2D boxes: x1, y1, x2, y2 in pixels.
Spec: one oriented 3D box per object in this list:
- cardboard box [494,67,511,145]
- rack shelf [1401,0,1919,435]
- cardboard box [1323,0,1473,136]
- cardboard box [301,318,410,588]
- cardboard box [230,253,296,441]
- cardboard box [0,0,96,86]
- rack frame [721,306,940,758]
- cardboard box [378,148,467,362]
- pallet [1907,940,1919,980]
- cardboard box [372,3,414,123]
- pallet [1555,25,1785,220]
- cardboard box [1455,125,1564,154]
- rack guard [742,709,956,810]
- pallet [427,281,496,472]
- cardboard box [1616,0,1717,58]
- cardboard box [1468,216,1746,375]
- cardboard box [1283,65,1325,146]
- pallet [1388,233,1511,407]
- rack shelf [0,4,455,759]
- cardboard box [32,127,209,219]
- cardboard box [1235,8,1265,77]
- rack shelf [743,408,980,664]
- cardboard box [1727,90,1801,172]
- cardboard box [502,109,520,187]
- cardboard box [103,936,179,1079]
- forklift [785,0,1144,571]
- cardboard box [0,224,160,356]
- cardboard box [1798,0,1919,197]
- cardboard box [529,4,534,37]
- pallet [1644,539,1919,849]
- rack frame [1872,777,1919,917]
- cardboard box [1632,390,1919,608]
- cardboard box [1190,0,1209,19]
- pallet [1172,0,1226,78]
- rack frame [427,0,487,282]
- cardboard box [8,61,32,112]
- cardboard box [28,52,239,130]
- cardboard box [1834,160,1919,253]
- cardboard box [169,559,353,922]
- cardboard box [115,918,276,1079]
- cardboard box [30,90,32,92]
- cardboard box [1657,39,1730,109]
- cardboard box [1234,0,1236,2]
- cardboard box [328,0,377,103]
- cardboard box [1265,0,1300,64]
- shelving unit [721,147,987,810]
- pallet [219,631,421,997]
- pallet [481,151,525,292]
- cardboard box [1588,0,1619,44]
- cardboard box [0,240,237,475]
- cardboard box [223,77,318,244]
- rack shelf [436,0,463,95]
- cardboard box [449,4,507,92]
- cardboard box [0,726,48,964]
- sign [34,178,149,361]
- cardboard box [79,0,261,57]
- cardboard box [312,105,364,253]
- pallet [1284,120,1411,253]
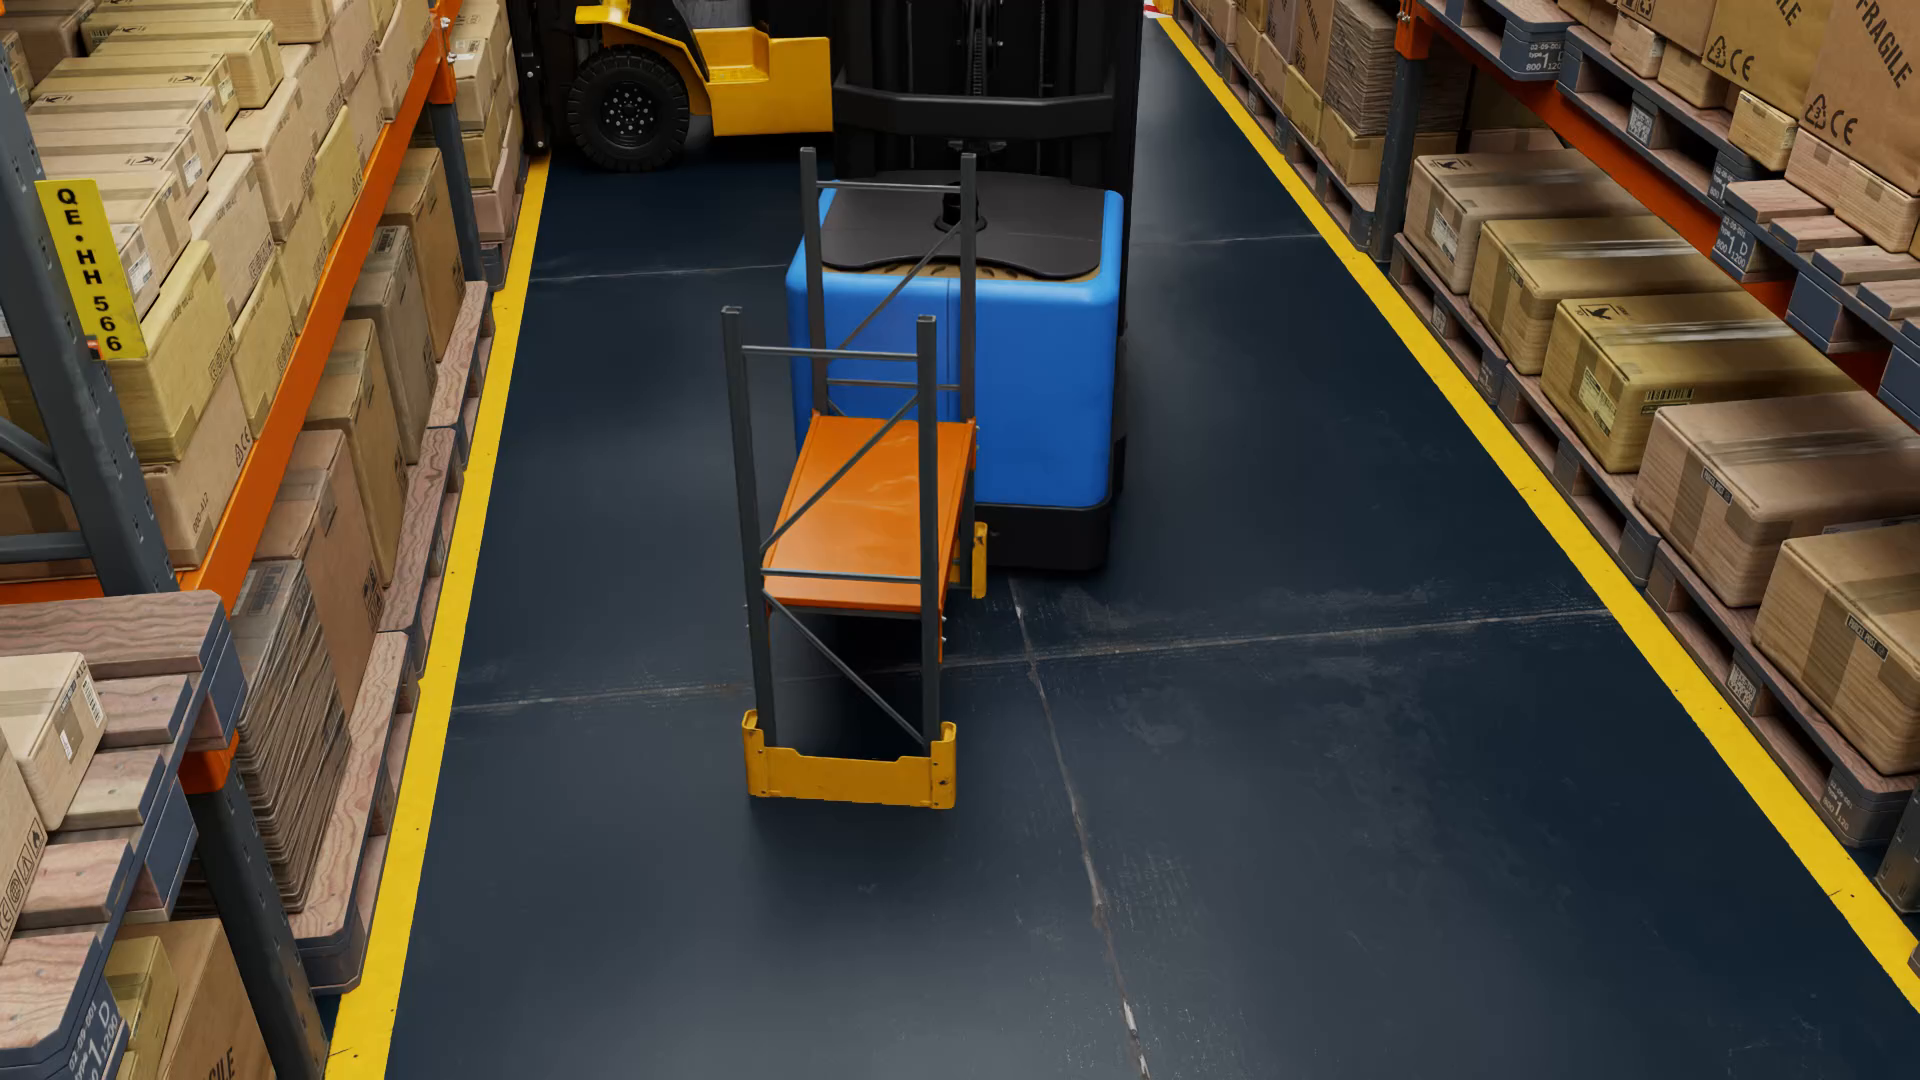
[{"bbox_3d":[-2.359,-2.007,7.656,0.500,0.250,0.500,-5,35,-7],"label":"cardboard box"},{"bbox_3d":[2.657,-1.153,5.418,1.077,0.370,4.000,-4,35,-6],"label":"rack shelf"},{"bbox_3d":[2.043,-2.224,7.752,0.500,0.500,0.500,-5,35,-7],"label":"cardboard box"},{"bbox_3d":[-2.249,-0.238,5.171,0.875,0.625,0.625,-6,35,-8],"label":"cardboard box"},{"bbox_3d":[-1.872,-0.442,3.868,0.500,0.250,0.500,-5,35,-7],"label":"cardboard box"},{"bbox_3d":[-2.462,-1.288,4.311,0.380,0.149,0.250,-3,34,-5],"label":"cardboard box"},{"bbox_3d":[-0.305,0.096,4.278,0.500,1.500,0.032,3,34,5],"label":"rack frame"},{"bbox_3d":[-2.448,-1.091,6.423,0.875,0.625,0.625,-3,34,-4],"label":"cardboard box"},{"bbox_3d":[2.958,1.263,3.709,1.003,0.211,1.213,-4,35,-6],"label":"pallet"},{"bbox_3d":[-2.130,-1.585,5.546,0.500,0.250,0.500,-5,35,-7],"label":"cardboard box"},{"bbox_3d":[2.620,-1.357,5.248,1.003,0.211,1.213,-4,35,-6],"label":"pallet"},{"bbox_3d":[2.577,-1.954,8.022,0.500,0.250,0.500,-6,35,-9],"label":"cardboard box"},{"bbox_3d":[-0.305,0.611,4.631,0.587,0.250,0.087,3,34,5],"label":"rack guard"},{"bbox_3d":[-2.392,-0.628,6.485,1.003,0.211,1.213,-4,35,-6],"label":"pallet"},{"bbox_3d":[2.368,-1.779,4.971,0.500,0.500,0.500,-6,35,-8],"label":"cardboard box"},{"bbox_3d":[2.561,-0.961,6.457,0.950,0.372,0.625,-2,34,-3],"label":"cardboard box"},{"bbox_3d":[1.961,-2.210,8.398,0.500,0.250,0.500,-5,35,-8],"label":"cardboard box"},{"bbox_3d":[2.495,-0.980,7.001,1.003,0.211,1.213,-4,35,-6],"label":"pallet"},{"bbox_3d":[-2.261,-0.775,4.863,1.077,0.370,4.000,-4,35,-6],"label":"rack shelf"},{"bbox_3d":[-1.840,-0.757,3.532,0.380,0.149,0.250,-3,34,-5],"label":"cardboard box"},{"bbox_3d":[1.832,-2.776,9.229,0.500,0.250,0.500,-2,34,-3],"label":"cardboard box"},{"bbox_3d":[-0.254,-0.041,4.797,0.538,0.185,1.000,3,34,5],"label":"rack shelf"},{"bbox_3d":[2.386,-1.144,4.616,0.380,0.149,0.250,-4,34,-6],"label":"cardboard box"},{"bbox_3d":[-2.350,-1.803,7.801,0.500,0.250,0.500,-5,35,-7],"label":"cardboard box"},{"bbox_3d":[-1.674,0.891,3.050,0.380,0.149,0.250,-6,35,-9],"label":"cardboard box"},{"bbox_3d":[0.113,-1.922,5.968,1.130,2.935,3.031,3,34,5],"label":"forklift"},{"bbox_3d":[-1.743,-0.466,3.106,0.380,0.149,0.250,-3,34,-5],"label":"cardboard box"},{"bbox_3d":[2.509,-1.193,4.111,0.500,0.500,0.500,-5,35,-7],"label":"cardboard box"},{"bbox_3d":[-2.545,-2.850,8.893,0.500,0.250,0.500,-5,35,-7],"label":"cardboard box"},{"bbox_3d":[2.823,0.381,5.003,1.003,0.211,1.213,-4,35,-6],"label":"pallet"},{"bbox_3d":[2.926,-0.335,3.578,1.000,3.000,0.127,-4,35,-6],"label":"rack frame"},{"bbox_3d":[2.753,-0.150,5.266,0.950,0.372,0.625,-5,35,-7],"label":"cardboard box"},{"bbox_3d":[1.685,-3.365,10.093,0.500,0.250,0.500,-5,35,-7],"label":"cardboard box"},{"bbox_3d":[1.935,-3.148,10.182,1.003,0.211,1.213,-4,35,-6],"label":"pallet"},{"bbox_3d":[-2.530,-2.189,6.298,1.000,3.000,0.127,-4,35,-6],"label":"rack frame"},{"bbox_3d":[-2.417,-1.002,3.892,0.380,0.149,0.250,-5,35,-7],"label":"cardboard box"},{"bbox_3d":[-1.951,-1.039,3.947,0.380,0.149,0.250,-4,34,-6],"label":"cardboard box"},{"bbox_3d":[2.463,-0.851,4.185,0.380,0.149,0.250,-5,35,-7],"label":"cardboard box"},{"bbox_3d":[-2.062,0.502,4.086,0.875,0.625,0.625,-3,34,-5],"label":"cardboard box"},{"bbox_3d":[-1.722,1.122,3.286,0.500,0.500,0.500,-3,34,-5],"label":"cardboard box"},{"bbox_3d":[-2.463,-0.896,4.090,0.500,0.250,0.500,-5,35,-7],"label":"cardboard box"},{"bbox_3d":[2.362,-1.428,5.032,0.380,0.149,0.250,-5,35,-8],"label":"cardboard box"},{"bbox_3d":[1.763,-3.370,9.435,0.500,0.500,0.500,-6,35,-8],"label":"cardboard box"},{"bbox_3d":[-2.071,-1.507,4.986,0.500,0.250,0.500,-4,34,-5],"label":"cardboard box"},{"bbox_3d":[1.903,-2.792,8.586,0.500,0.500,0.500,-3,34,-4],"label":"cardboard box"},{"bbox_3d":[-0.255,-0.184,4.688,0.587,1.500,1.083,3,34,5],"label":"shelving unit"},{"bbox_3d":[-2.064,0.733,4.487,1.003,0.211,1.213,-4,35,-6],"label":"pallet"},{"bbox_3d":[-2.595,-1.484,7.739,1.003,0.211,1.213,-4,35,-6],"label":"pallet"},{"bbox_3d":[2.313,-1.727,5.471,0.380,0.149,0.250,-4,34,-6],"label":"cardboard box"},{"bbox_3d":[-1.785,-0.369,3.318,0.500,0.250,0.500,-4,35,-6],"label":"cardboard box"},{"bbox_3d":[-1.928,-0.940,4.155,0.500,0.250,0.500,-5,35,-8],"label":"cardboard box"},{"bbox_3d":[-2.799,-3.008,8.139,1.077,0.370,4.000,-4,35,-6],"label":"rack shelf"},{"bbox_3d":[-2.343,-2.219,7.524,0.500,0.250,0.500,-4,35,-6],"label":"cardboard box"},{"bbox_3d":[-1.529,0.496,2.119,0.500,0.250,0.500,-6,35,-9],"label":"cardboard box"},{"bbox_3d":[-1.455,-0.449,2.787,0.100,0.325,0.005,-4,35,-6],"label":"sign"},{"bbox_3d":[-2.058,-1.323,4.364,0.380,0.149,0.250,-4,35,-6],"label":"cardboard box"},{"bbox_3d":[-2.016,-1.018,4.714,0.500,0.250,0.500,-3,34,-5],"label":"cardboard box"},{"bbox_3d":[2.263,-1.787,8.184,1.003,0.211,1.213,-4,35,-6],"label":"pallet"}]
